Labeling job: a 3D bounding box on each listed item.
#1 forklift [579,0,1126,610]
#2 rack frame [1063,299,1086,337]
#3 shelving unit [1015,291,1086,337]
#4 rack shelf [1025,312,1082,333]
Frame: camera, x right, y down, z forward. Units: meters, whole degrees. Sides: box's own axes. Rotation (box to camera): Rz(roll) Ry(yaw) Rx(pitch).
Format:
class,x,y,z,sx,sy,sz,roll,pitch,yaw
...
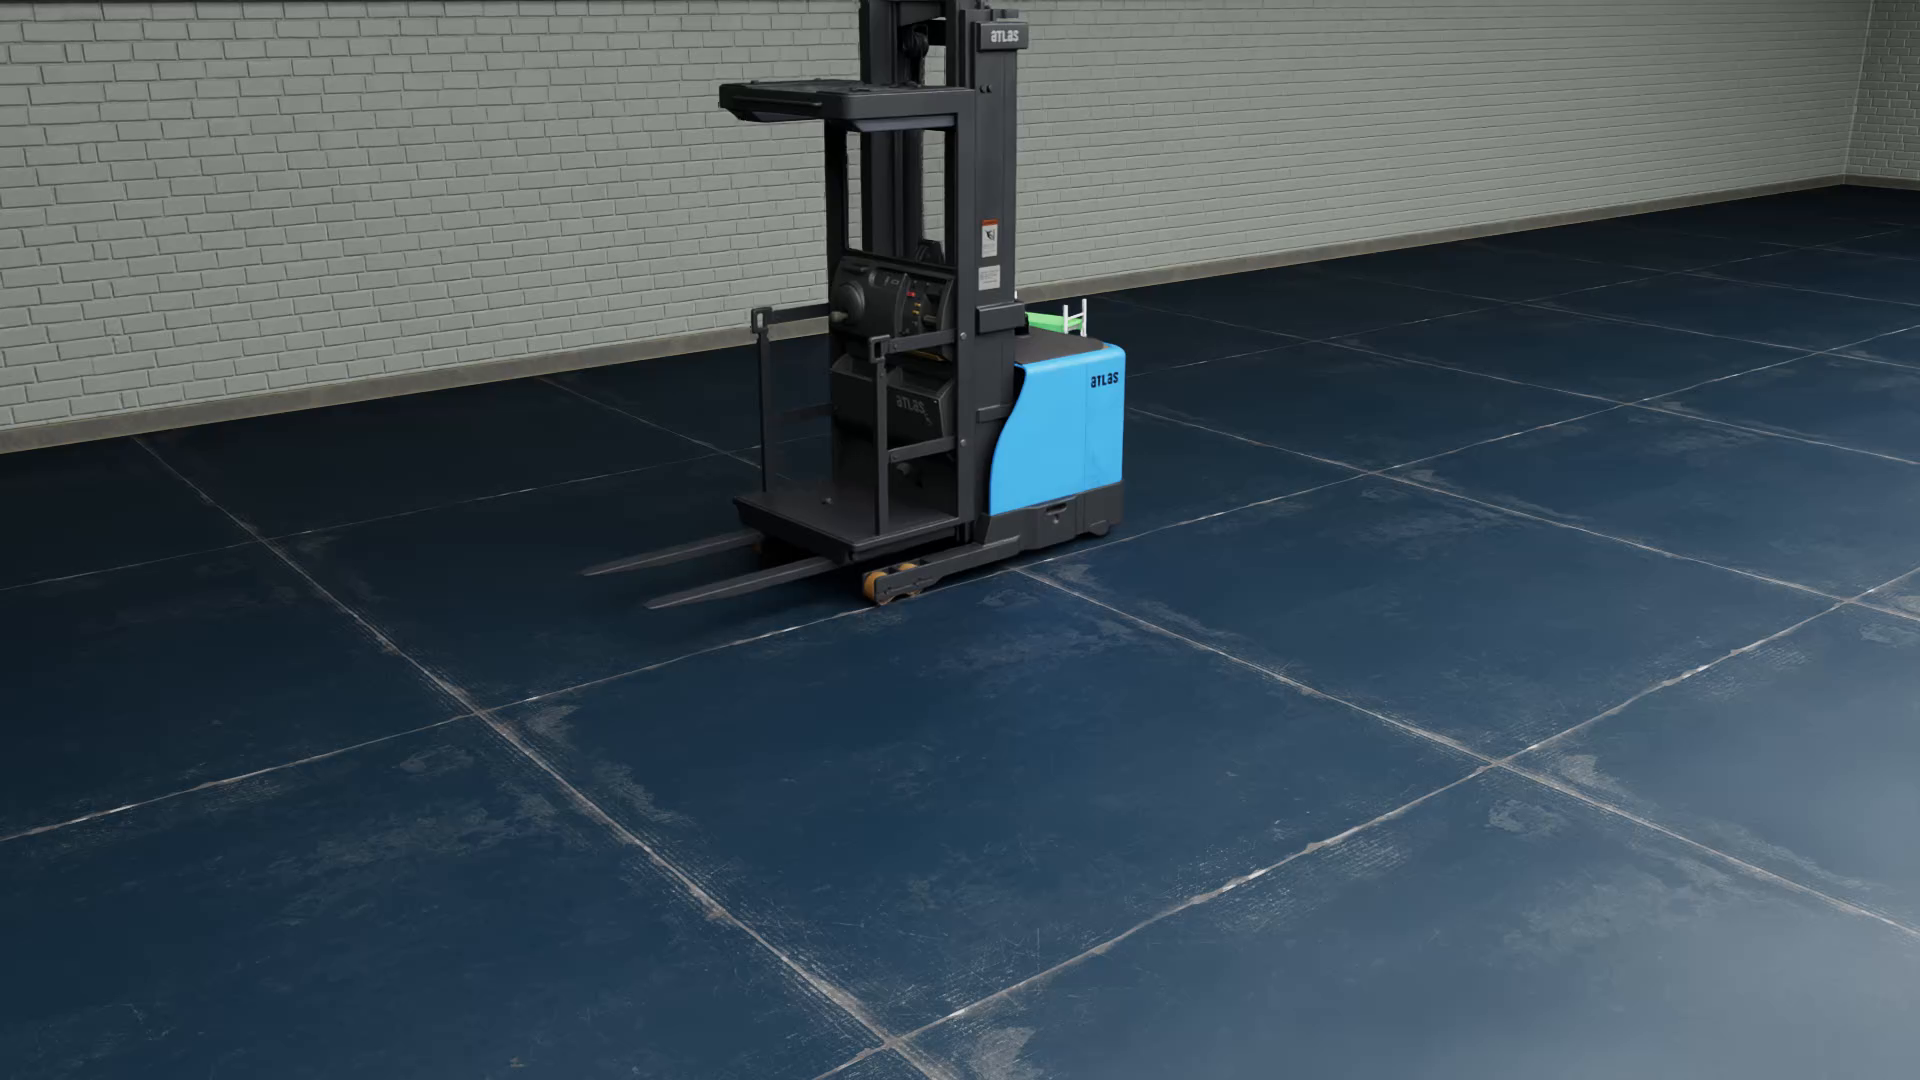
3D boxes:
class,x,y,z,sx,sy,sz,roll,pitch,yaw
forklift,-0.514,-1.252,8.479,3.031,2.935,1.130,-15,24,-38
rack frame,0.678,-0.827,9.945,0.015,1.200,0.240,12,22,32
shelving unit,0.476,-0.869,10.074,0.503,1.200,0.258,12,22,32
rack shelf,0.473,-1.263,9.940,0.480,0.148,0.258,12,22,32
